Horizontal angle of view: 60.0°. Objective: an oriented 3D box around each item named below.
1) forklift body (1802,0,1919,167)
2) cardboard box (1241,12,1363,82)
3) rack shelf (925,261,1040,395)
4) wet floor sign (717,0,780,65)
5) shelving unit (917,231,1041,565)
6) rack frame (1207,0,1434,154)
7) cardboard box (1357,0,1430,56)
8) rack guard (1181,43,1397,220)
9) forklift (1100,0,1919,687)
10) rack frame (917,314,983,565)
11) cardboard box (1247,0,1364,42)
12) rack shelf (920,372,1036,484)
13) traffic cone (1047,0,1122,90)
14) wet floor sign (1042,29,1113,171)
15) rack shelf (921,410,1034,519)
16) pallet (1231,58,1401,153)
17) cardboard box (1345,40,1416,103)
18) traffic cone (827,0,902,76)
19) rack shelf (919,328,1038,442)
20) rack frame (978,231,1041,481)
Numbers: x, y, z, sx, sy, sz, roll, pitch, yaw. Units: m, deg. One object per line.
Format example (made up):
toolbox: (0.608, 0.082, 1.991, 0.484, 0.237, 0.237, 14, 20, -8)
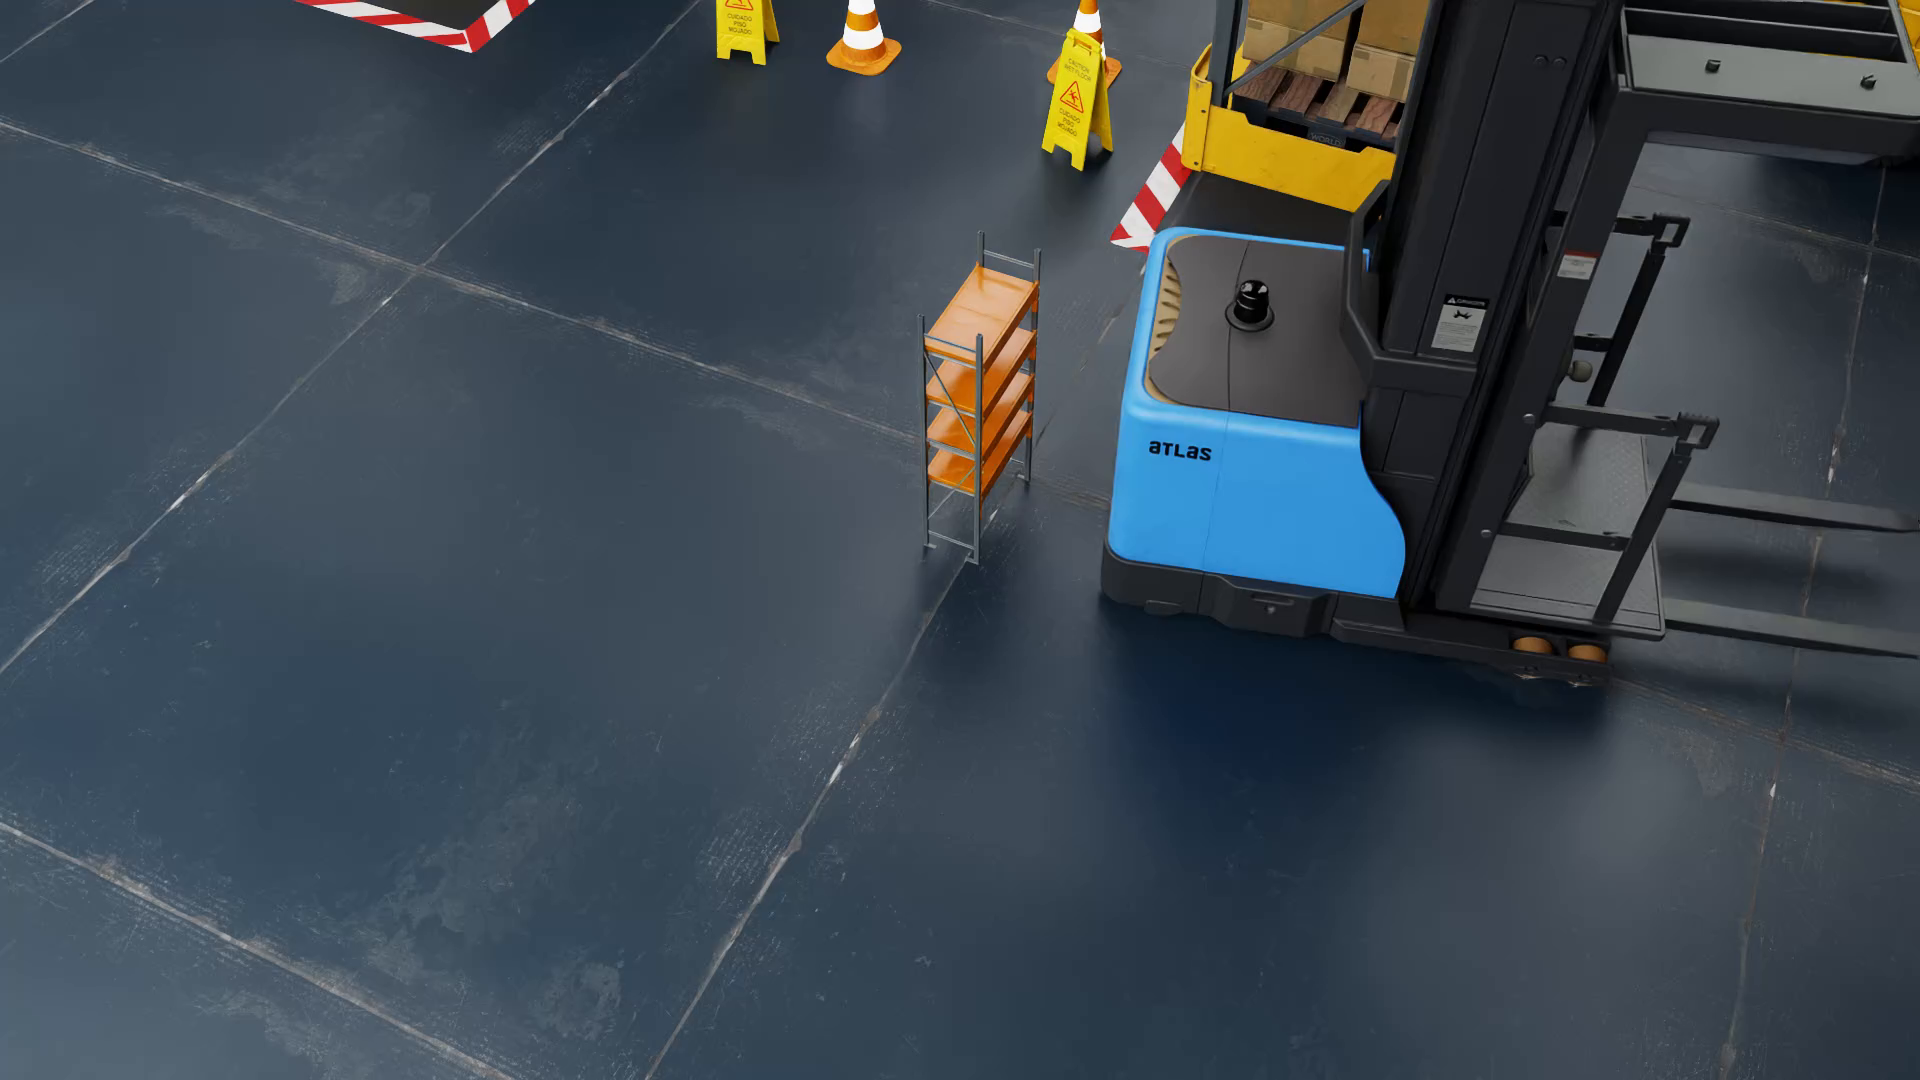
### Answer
forklift body: (5.278, -2.693, 7.444, 2.313, 2.155, 1.214, 20, 52, 16)
cardboard box: (1.741, -2.587, 8.326, 0.500, 0.250, 0.500, 20, 52, 16)
rack shelf: (0.071, -0.757, 5.906, 0.258, 0.148, 0.480, 20, 52, 16)
wet floor sign: (-1.113, -2.795, 8.520, 0.267, 0.644, 0.232, 12, 51, 10)
shelving unit: (0.071, -0.503, 6.205, 0.258, 1.200, 0.503, 20, 52, 16)
rack frame: (1.628, -2.681, 6.877, 1.000, 3.000, 0.127, 20, 52, 16)
cardboard box: (2.233, -2.651, 7.889, 0.500, 0.500, 0.500, 18, 52, 15)
rack guard: (1.661, -1.923, 7.873, 1.175, 0.500, 0.348, 20, 52, 16)
forklift: (2.102, -0.854, 5.368, 3.031, 2.935, 1.130, 8, 50, 7)
rack frame: (-0.034, -0.335, 6.062, 0.240, 1.200, 0.015, 20, 52, 16)
cardboard box: (1.735, -2.806, 8.020, 0.500, 0.500, 0.500, 20, 53, 16)
rack shelf: (0.071, -0.459, 6.256, 0.258, 0.148, 0.480, 20, 52, 16)
traffic cone: (0.646, -2.575, 8.452, 0.336, 0.463, 0.334, 20, 52, 16)
wet floor sign: (0.580, -2.135, 7.958, 0.232, 0.644, 0.267, -37, 59, -27)
rack shelf: (0.071, -0.331, 6.408, 0.258, 0.148, 0.480, 20, 52, 16)
pallet: (2.040, -2.378, 8.450, 1.003, 0.211, 1.213, 20, 52, 16)
cardboard box: (2.223, -2.392, 8.160, 0.500, 0.250, 0.500, 19, 52, 16)
traffic cone: (-0.503, -2.702, 8.560, 0.336, 0.463, 0.334, 20, 52, 16)
rack shelf: (0.071, -0.604, 6.086, 0.258, 0.148, 0.480, 20, 52, 16)
rack frame: (0.175, -0.671, 6.348, 0.240, 1.200, 0.015, 20, 52, 16)
